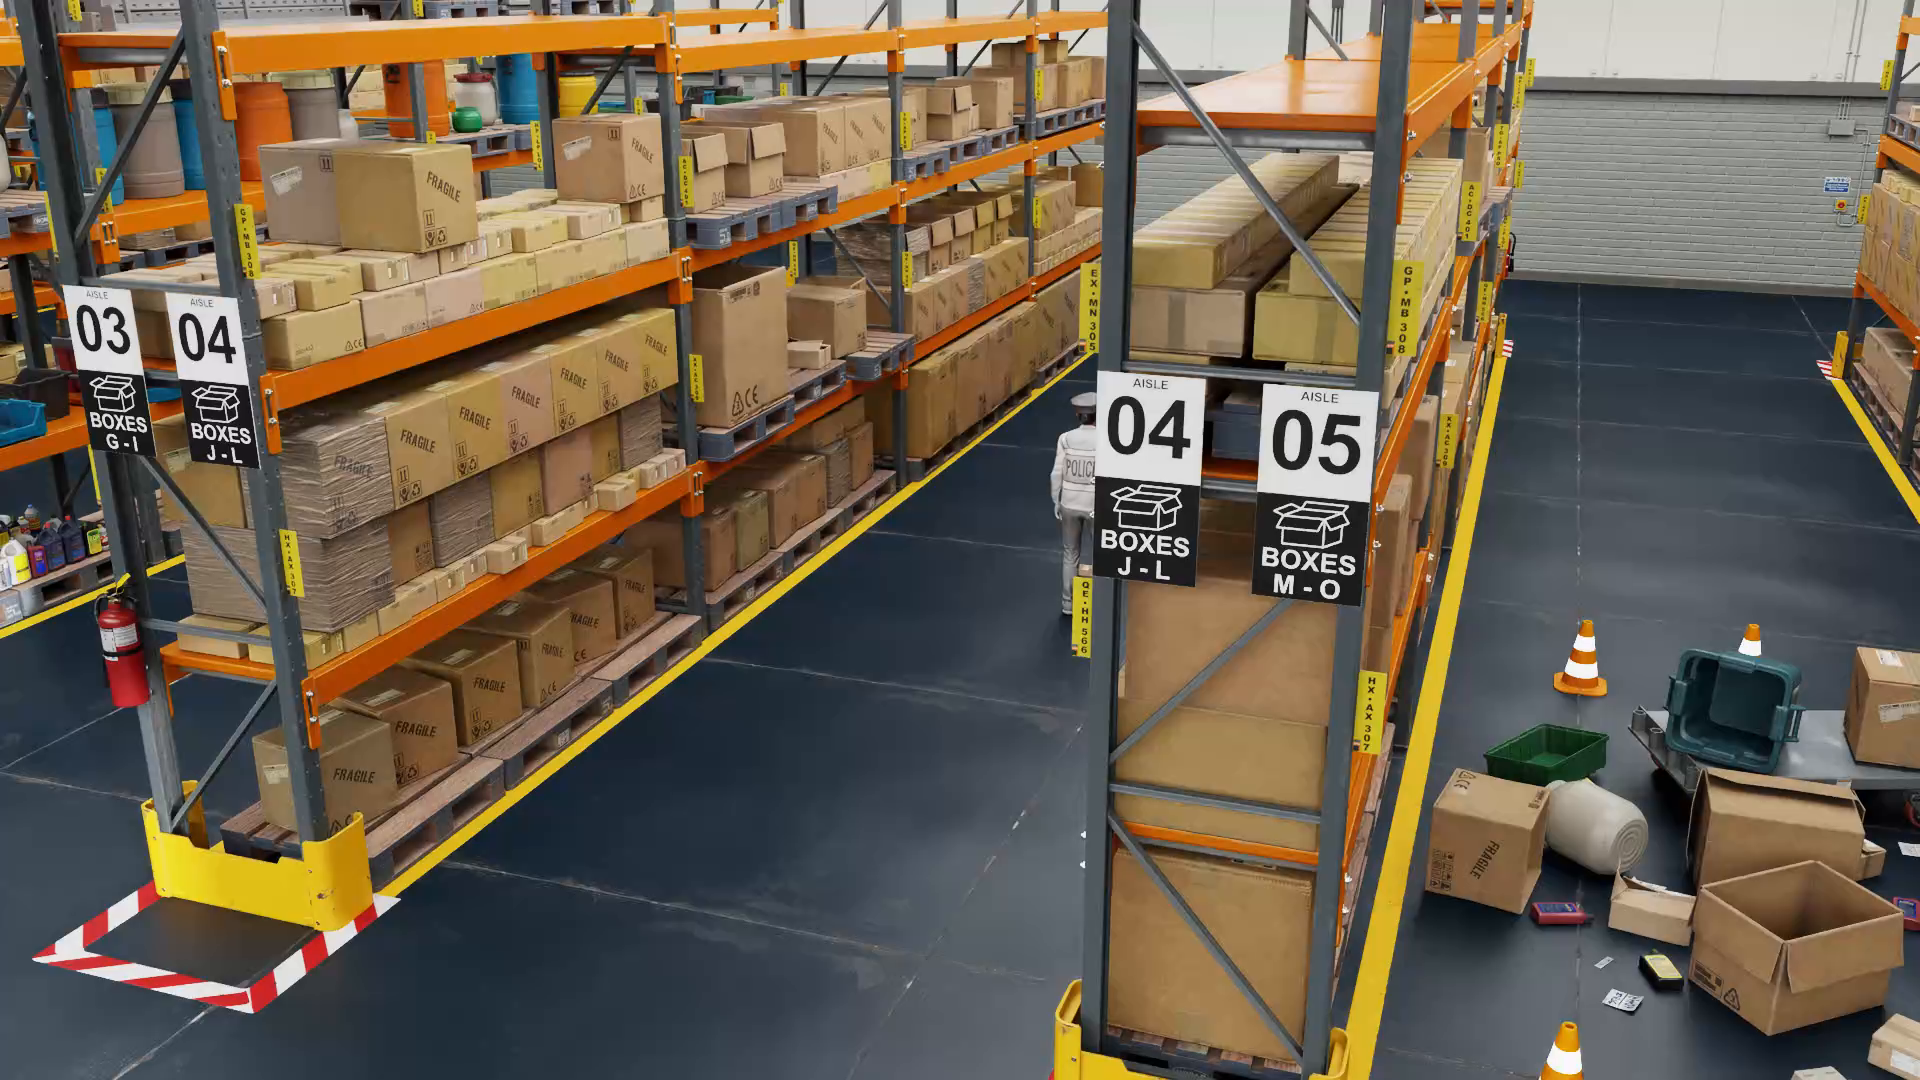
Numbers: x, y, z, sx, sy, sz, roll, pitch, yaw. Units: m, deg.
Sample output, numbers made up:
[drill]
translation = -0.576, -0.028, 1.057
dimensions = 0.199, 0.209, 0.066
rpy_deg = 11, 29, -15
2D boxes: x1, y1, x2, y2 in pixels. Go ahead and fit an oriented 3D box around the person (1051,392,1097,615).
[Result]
[person]
translation = 0.932, -0.242, 12.270
dimensions = 0.528, 1.663, 0.372
rpy_deg = 6, 20, 18
